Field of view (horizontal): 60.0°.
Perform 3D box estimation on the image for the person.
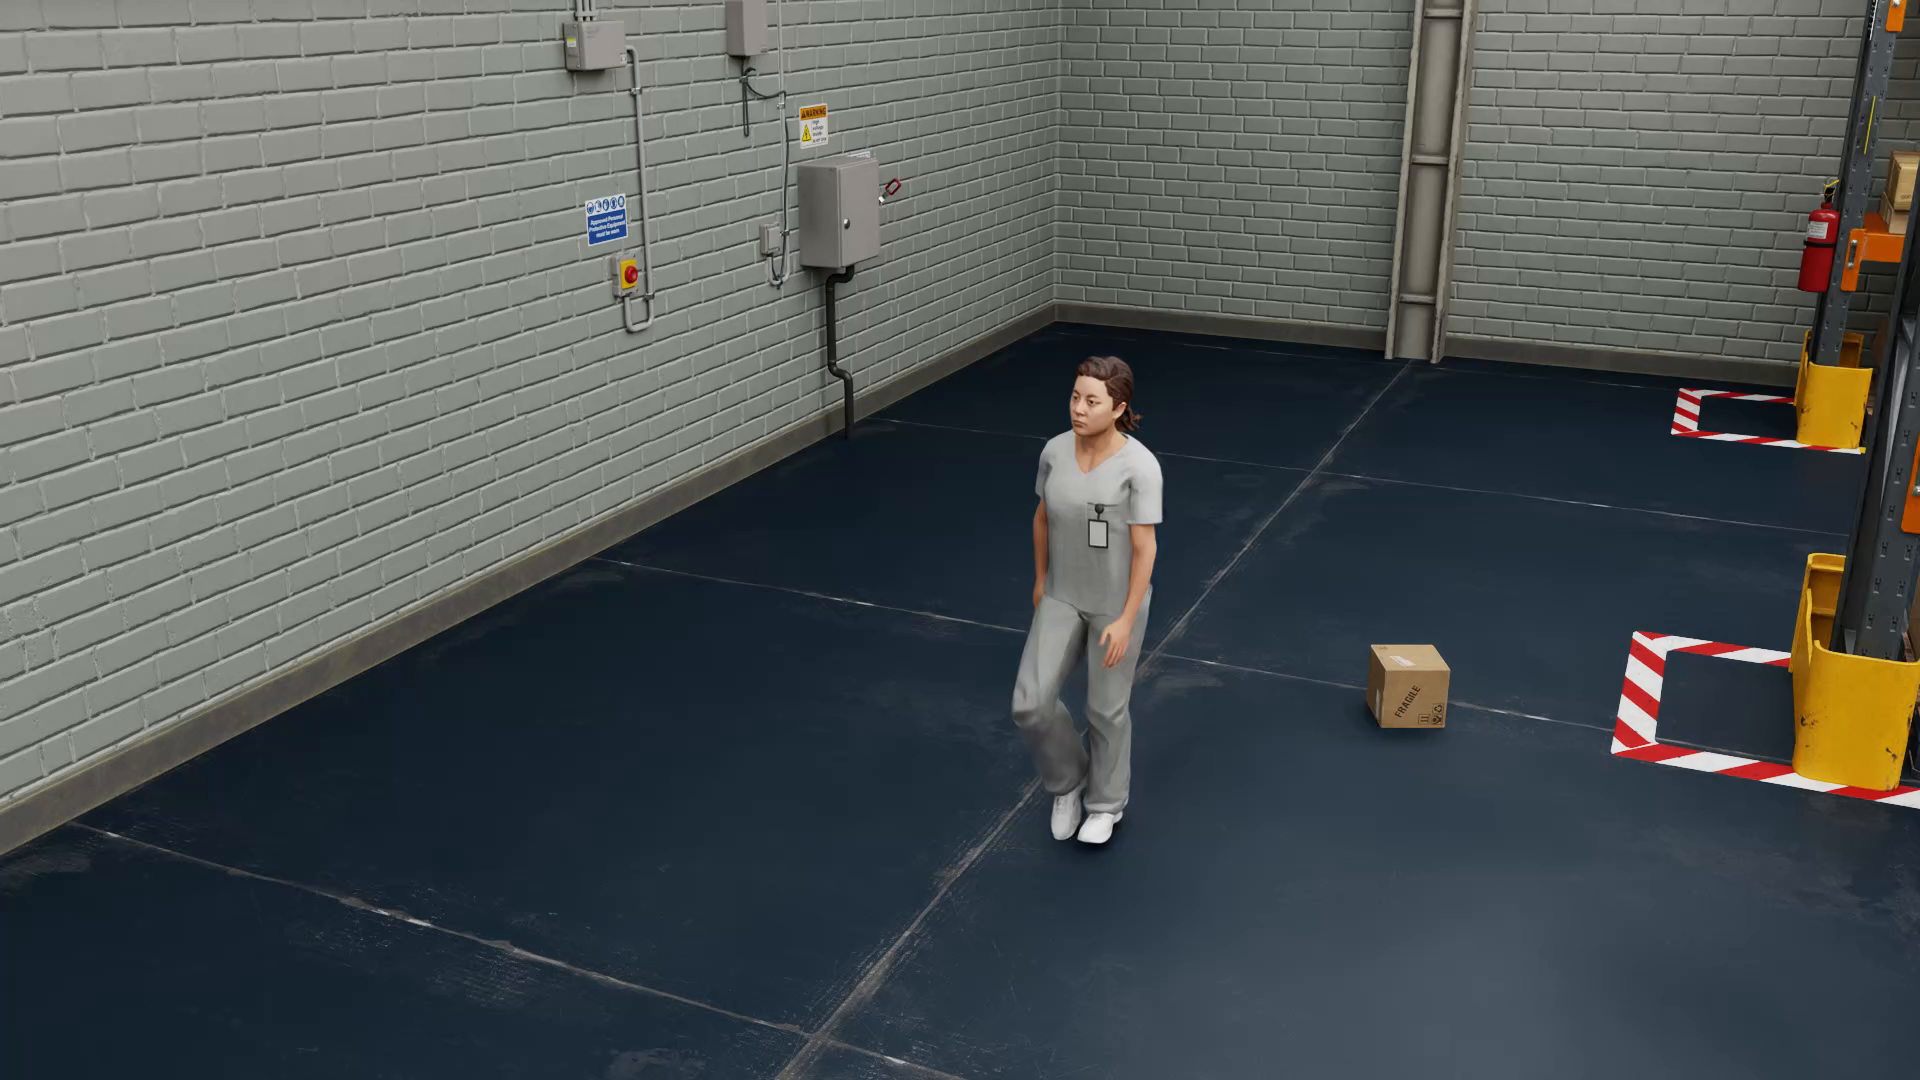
[{"bbox_3d":[0.407,0.233,5.379,0.493,1.685,0.449,10,21,26],"label":"person"}]
